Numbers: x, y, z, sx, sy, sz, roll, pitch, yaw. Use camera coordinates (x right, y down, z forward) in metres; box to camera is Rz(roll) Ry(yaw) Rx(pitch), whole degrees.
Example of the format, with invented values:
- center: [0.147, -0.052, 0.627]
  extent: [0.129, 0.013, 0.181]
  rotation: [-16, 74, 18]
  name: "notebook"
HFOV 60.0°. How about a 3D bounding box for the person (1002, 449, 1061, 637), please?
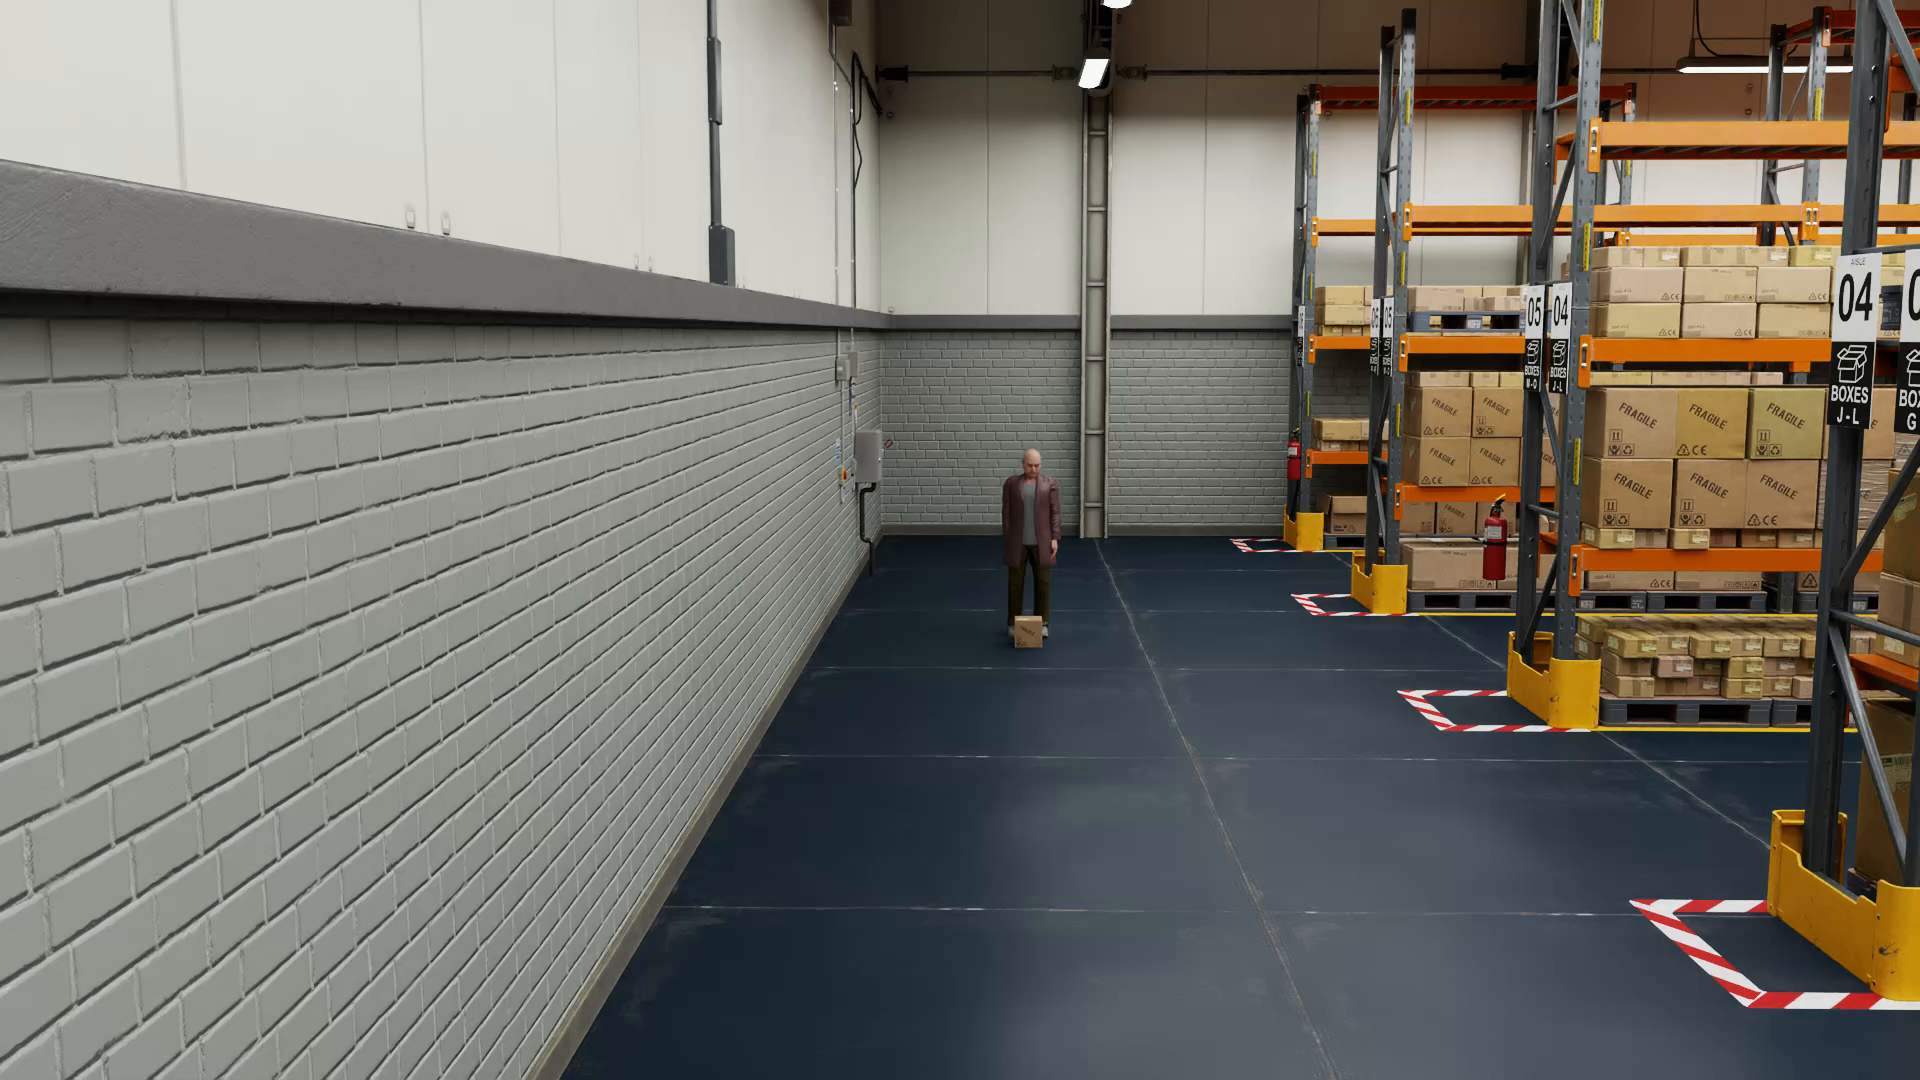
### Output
- center: [0.671, 0.029, 15.655]
  extent: [0.562, 1.776, 0.379]
  rotation: [0, 7, 2]
  name: "person"
